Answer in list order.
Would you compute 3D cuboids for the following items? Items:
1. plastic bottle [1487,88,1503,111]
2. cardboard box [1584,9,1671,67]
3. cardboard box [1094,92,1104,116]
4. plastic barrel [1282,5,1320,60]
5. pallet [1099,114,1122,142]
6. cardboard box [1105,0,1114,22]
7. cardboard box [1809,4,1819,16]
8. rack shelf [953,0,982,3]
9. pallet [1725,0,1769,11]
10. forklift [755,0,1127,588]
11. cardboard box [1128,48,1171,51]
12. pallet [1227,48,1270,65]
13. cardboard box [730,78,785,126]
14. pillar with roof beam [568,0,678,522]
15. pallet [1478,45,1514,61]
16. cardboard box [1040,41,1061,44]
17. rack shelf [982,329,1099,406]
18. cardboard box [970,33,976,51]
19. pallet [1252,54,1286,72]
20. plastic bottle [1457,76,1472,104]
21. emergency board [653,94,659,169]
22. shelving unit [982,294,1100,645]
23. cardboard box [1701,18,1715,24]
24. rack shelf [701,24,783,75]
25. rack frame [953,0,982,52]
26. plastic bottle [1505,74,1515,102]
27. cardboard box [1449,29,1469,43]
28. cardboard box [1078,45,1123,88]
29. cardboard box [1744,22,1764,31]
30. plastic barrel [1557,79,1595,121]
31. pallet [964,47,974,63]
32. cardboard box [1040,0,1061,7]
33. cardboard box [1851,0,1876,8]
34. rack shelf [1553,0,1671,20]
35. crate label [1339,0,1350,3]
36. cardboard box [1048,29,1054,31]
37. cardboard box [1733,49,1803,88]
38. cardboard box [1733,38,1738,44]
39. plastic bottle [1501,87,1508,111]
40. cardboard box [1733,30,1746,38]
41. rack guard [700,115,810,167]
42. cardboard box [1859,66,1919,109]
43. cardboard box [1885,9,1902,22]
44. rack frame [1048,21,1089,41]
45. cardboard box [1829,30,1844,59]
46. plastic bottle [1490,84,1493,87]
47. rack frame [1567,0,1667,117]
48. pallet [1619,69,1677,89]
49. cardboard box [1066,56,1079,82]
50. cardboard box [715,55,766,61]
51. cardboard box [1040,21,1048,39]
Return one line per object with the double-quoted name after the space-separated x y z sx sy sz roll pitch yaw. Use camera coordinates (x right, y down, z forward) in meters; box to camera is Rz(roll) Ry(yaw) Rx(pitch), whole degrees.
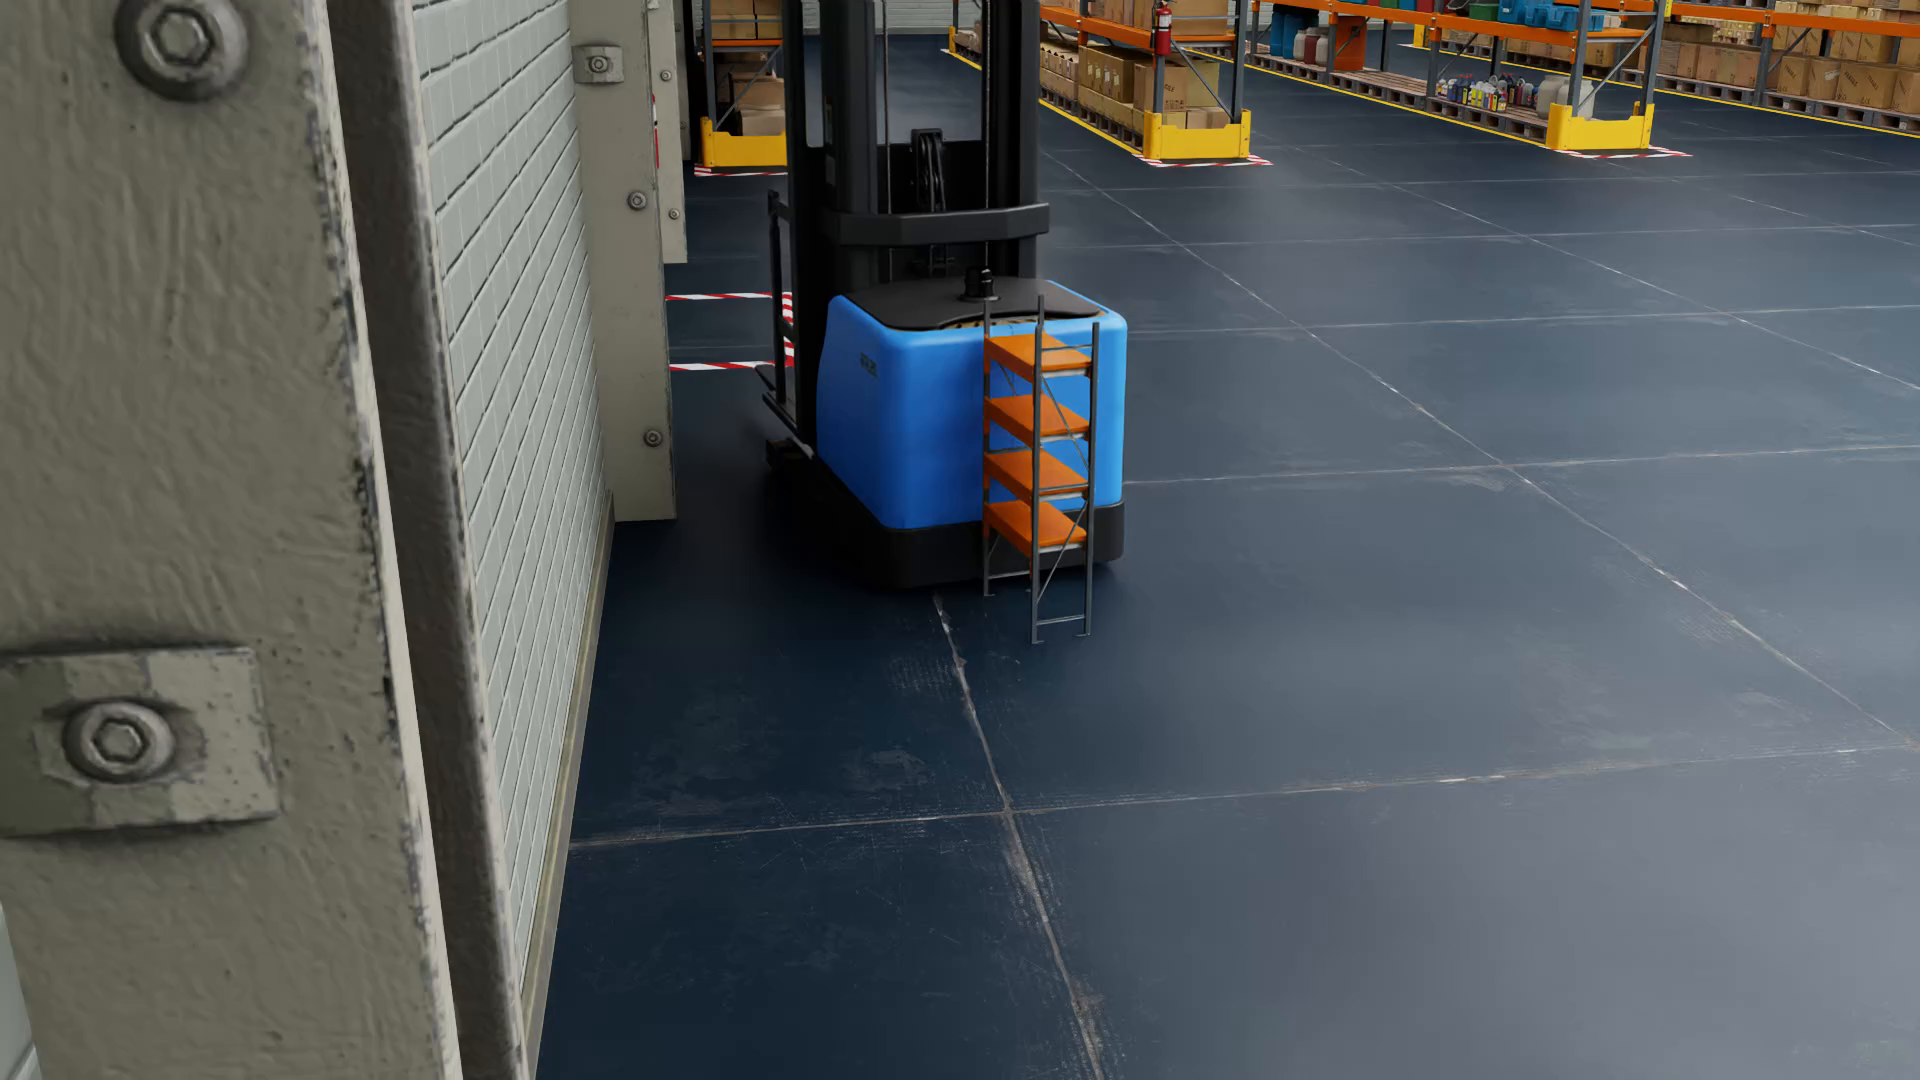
6.866 -5.651 21.323 0.152 0.276 0.135 -3 21 -7 "plastic bottle"
11.243 -8.479 28.069 1.225 0.875 0.875 -4 21 -10 "cardboard box"
1.996 -5.541 21.094 0.500 0.250 0.500 -3 21 -8 "cardboard box"
6.008 -8.953 29.298 0.600 0.901 0.708 -3 21 -8 "plastic barrel"
2.348 -5.148 20.697 1.003 0.211 1.213 -3 21 -8 "pallet"
2.248 -6.866 21.169 0.700 0.500 0.500 -3 21 -8 "cardboard box"
11.764 -7.187 22.532 0.380 0.149 0.250 -3 21 -8 "cardboard box"
0.654 -10.280 31.481 1.077 0.370 4.000 -3 21 -8 "rack shelf"
11.932 -7.835 24.181 1.003 0.211 1.213 -3 21 -8 "pallet"
-0.300 -1.668 7.492 1.130 2.935 3.031 -7 22 -18 "forklift"
2.439 -6.091 21.496 0.500 0.500 0.500 -3 21 -8 "cardboard box"
5.700 -9.120 31.331 1.003 0.211 1.213 -3 21 -8 "pallet"
-2.379 -5.252 19.934 0.700 0.500 0.500 -4 21 -11 "cardboard box"
2.803 -4.590 6.645 9.100 9.000 0.400 -3 21 -8 "pillar with roof beam"
10.713 -9.384 32.039 1.003 0.211 1.213 -3 21 -8 "pallet"
1.304 -7.515 25.578 0.500 0.311 0.500 -2 21 -6 "cardboard box"
0.289 -0.636 6.081 0.258 0.148 0.480 -7 22 -19 "rack shelf"
0.471 -9.314 31.080 0.500 0.311 0.500 -3 21 -8 "cardboard box"
5.914 -8.598 29.934 1.003 0.211 1.213 -3 21 -8 "pallet"
6.730 -6.003 22.158 0.144 0.351 0.185 -4 21 -10 "plastic bottle"
-2.003 -2.783 10.379 0.194 1.169 0.643 -3 21 -8 "emergency board"
0.289 -0.268 6.219 0.258 1.200 0.503 -7 22 -19 "shelving unit"
15.171 -10.428 33.472 0.380 0.149 0.250 -3 21 -8 "cardboard box"
-2.518 -5.874 19.685 1.077 0.370 4.000 -3 21 -8 "rack shelf"
0.365 -11.310 33.210 1.000 3.000 0.127 -3 21 -8 "rack frame"
7.403 -6.094 22.401 0.144 0.351 0.185 -4 21 -10 "plastic bottle"
10.471 -10.477 33.416 0.875 0.875 0.875 -3 21 -8 "cardboard box"
1.852 -6.238 21.890 0.500 0.500 0.500 -3 21 -8 "cardboard box"
15.359 -9.888 32.028 0.380 0.149 0.250 -2 21 -6 "cardboard box"
7.404 -5.274 20.004 0.421 0.512 0.421 0 20 0 "plastic barrel"
0.665 -9.279 31.760 1.003 0.211 1.213 -3 21 -8 "pallet"
1.456 -8.179 24.954 0.500 0.311 0.500 -3 21 -8 "cardboard box"
12.143 -7.162 21.537 0.875 0.500 0.500 -3 21 -8 "cardboard box"
11.034 -9.394 29.108 1.077 0.370 4.000 -3 21 -8 "rack shelf"
6.111 -8.545 26.047 0.303 0.233 0.416 -3 21 -8 "crate label"
1.360 -8.632 28.984 0.500 0.500 0.500 -3 21 -8 "cardboard box"
11.831 -6.902 24.352 0.700 0.500 0.500 -5 21 -12 "cardboard box"
15.320 -9.712 32.407 0.380 0.149 0.250 -2 21 -6 "cardboard box"
6.972 -5.660 21.337 0.061 0.283 0.133 -3 21 -8 "plastic bottle"
15.257 -9.825 32.283 0.380 0.149 0.250 -4 21 -10 "cardboard box"
-2.240 -4.374 18.213 1.175 0.500 0.348 -3 21 -8 "rack guard"
12.210 -5.934 21.789 0.500 0.500 0.500 -1 21 -3 "cardboard box"
12.033 -6.671 21.148 0.380 0.149 0.250 -3 21 -8 "cardboard box"
1.519 -8.540 25.793 1.000 3.000 0.127 -3 21 -8 "rack frame"
15.728 -8.856 29.612 0.500 0.500 0.500 -4 21 -10 "cardboard box"
6.935 -5.837 21.820 0.152 0.276 0.135 -3 21 -8 "plastic bottle"
7.574 -6.018 19.043 1.000 3.000 0.127 -3 21 -8 "rack frame"
11.433 -7.461 26.891 1.003 0.211 1.213 -3 21 -8 "pallet"
1.753 -6.452 22.732 0.500 0.311 0.500 -3 21 -8 "cardboard box"
-3.086 -6.548 23.404 0.700 0.500 0.500 -3 21 -7 "cardboard box"
1.139 -8.257 26.910 0.500 0.250 0.500 -2 21 -6 "cardboard box"
